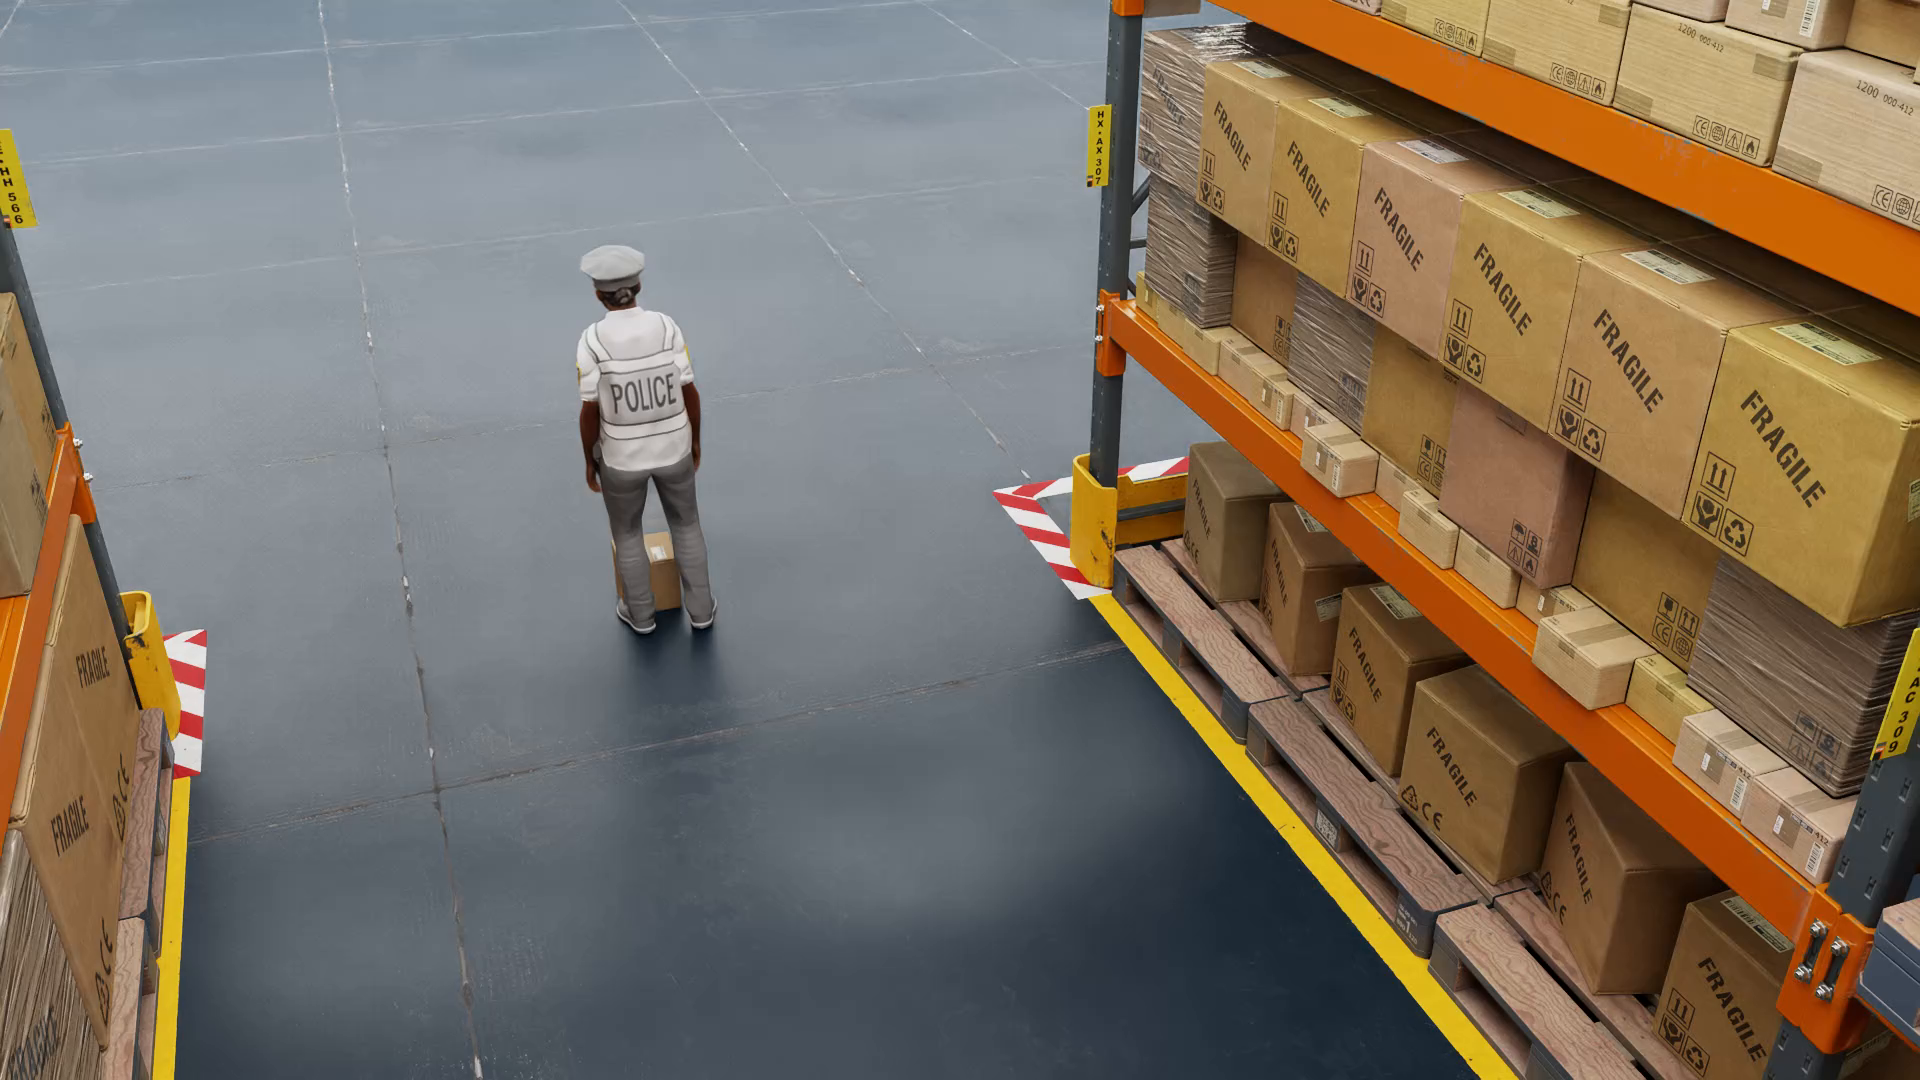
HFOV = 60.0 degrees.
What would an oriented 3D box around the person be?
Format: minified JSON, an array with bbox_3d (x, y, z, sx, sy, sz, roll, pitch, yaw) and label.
[{"bbox_3d":[-1.281,-0.361,6.757,0.514,1.656,0.426,-12,32,-20],"label":"person"}]
